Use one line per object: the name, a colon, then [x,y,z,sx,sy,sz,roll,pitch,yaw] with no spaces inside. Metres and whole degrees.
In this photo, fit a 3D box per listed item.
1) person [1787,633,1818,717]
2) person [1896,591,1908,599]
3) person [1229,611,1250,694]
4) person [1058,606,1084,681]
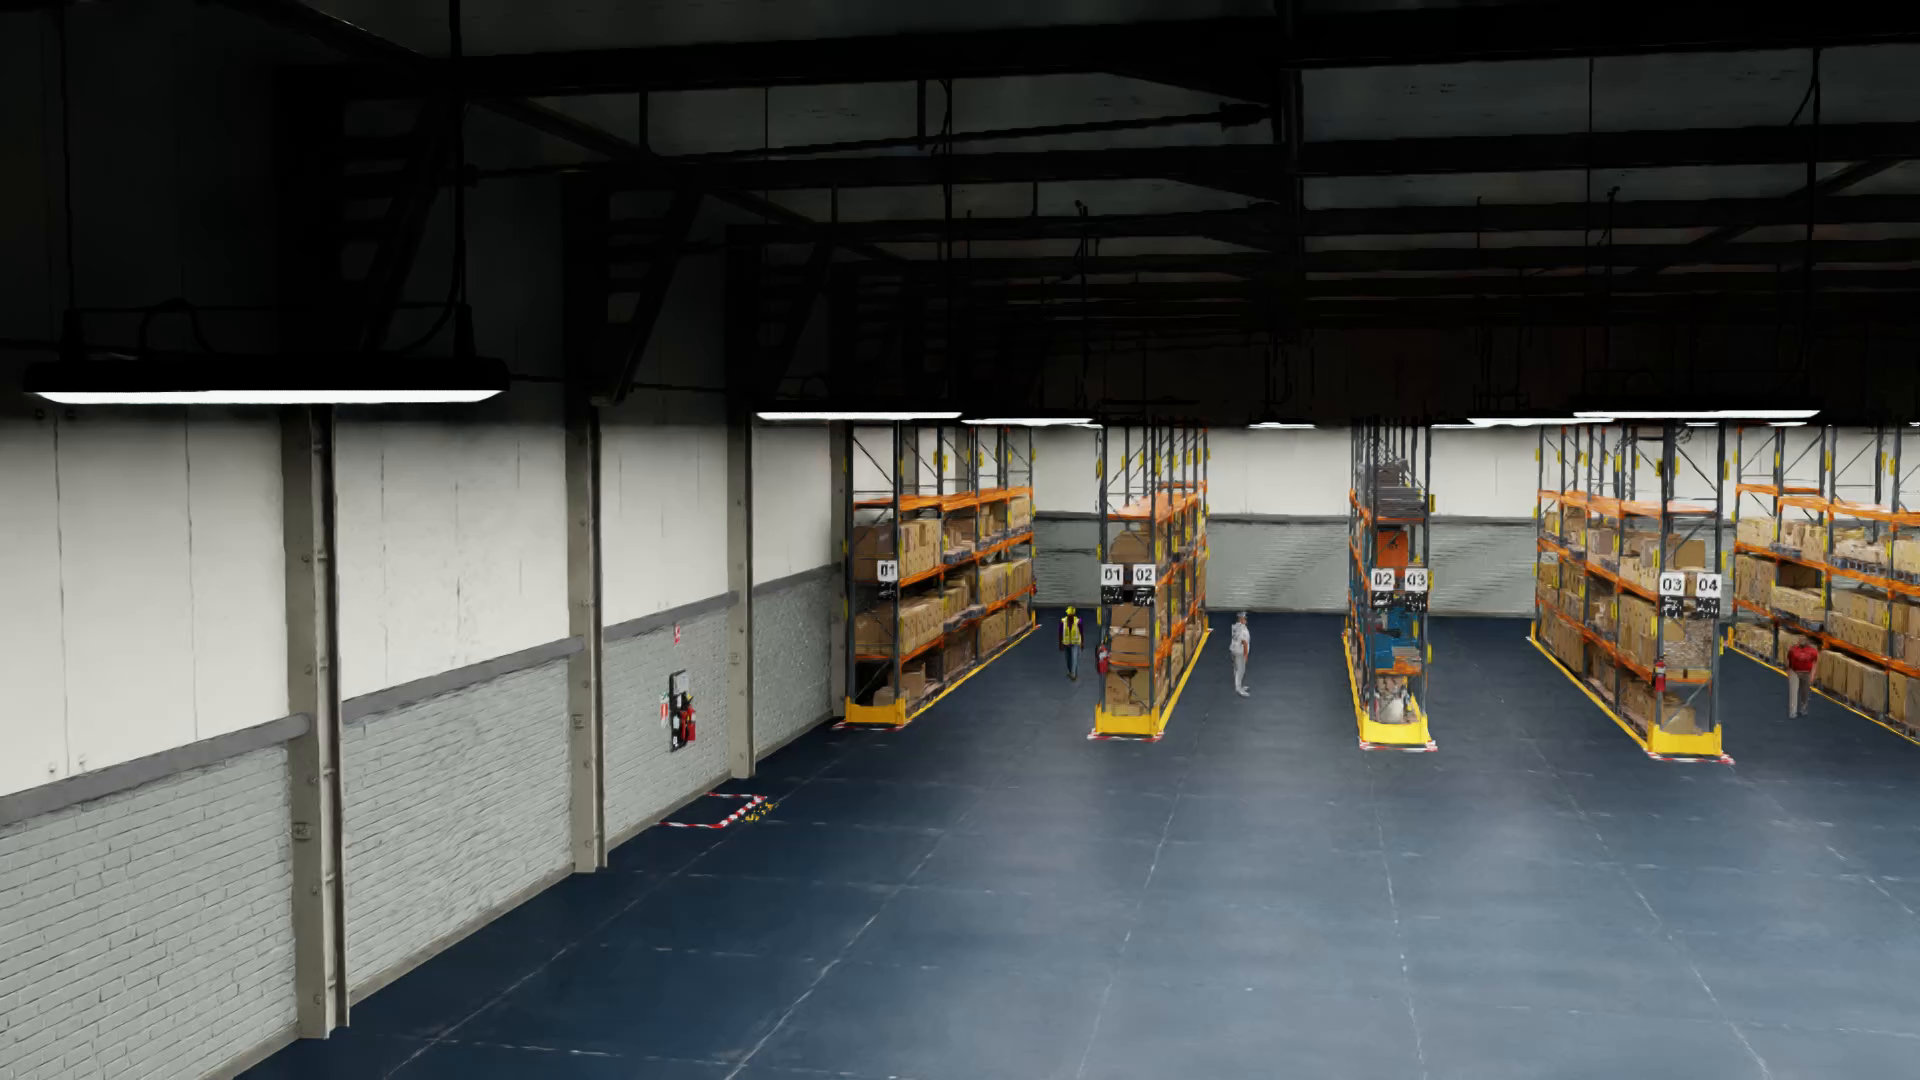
person: [16.720,2.678,33.017,0.532,1.659,1.032,1,4,21]
person: [24.294,1.955,43.066,0.684,1.770,0.781,2,4,30]
person: [6.115,2.429,36.044,0.492,1.767,0.626,-1,4,-14]
person: [2.518,2.340,37.958,0.577,1.691,1.121,1,4,14]
